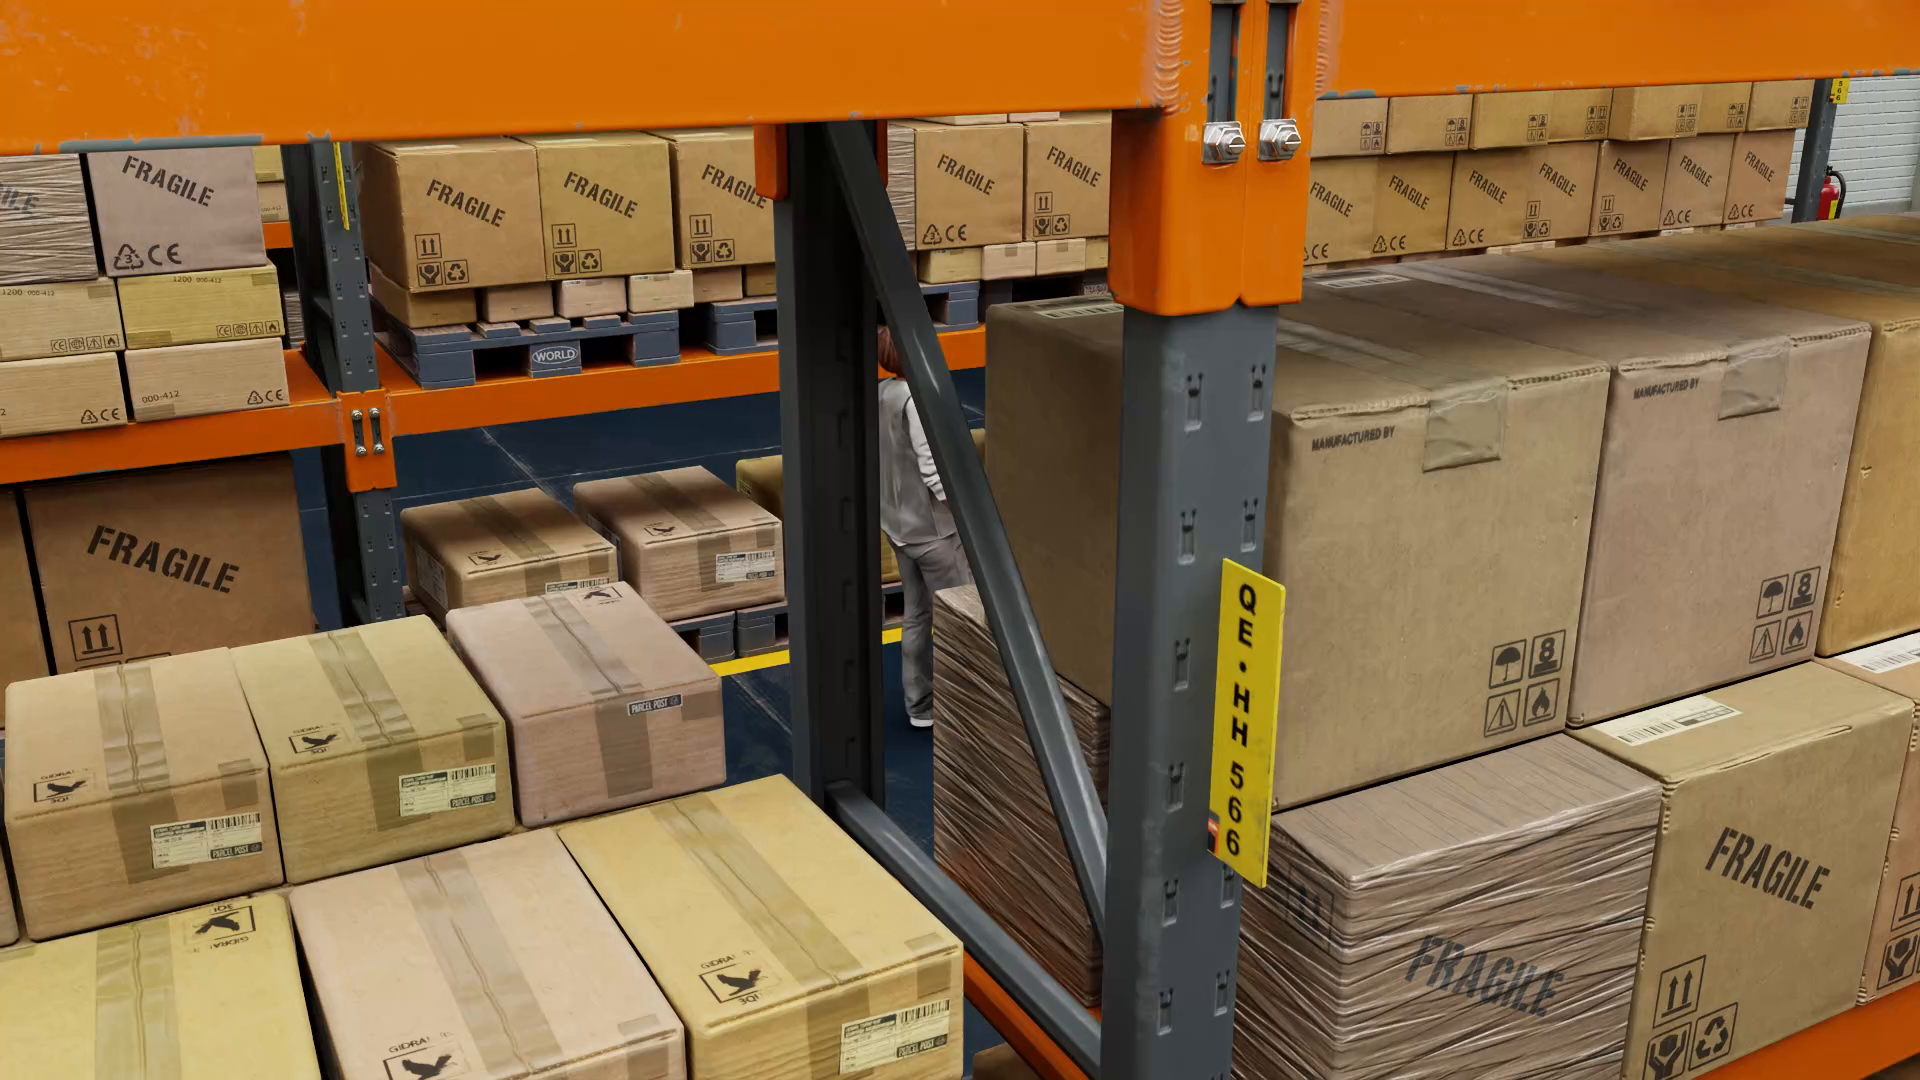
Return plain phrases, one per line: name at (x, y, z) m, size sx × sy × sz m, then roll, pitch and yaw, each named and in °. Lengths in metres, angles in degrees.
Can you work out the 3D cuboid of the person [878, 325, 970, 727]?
person at (-0.066, -0.048, 6.190) m, size 0.474 × 1.597 × 0.511 m, roll -10°, pitch 21°, yaw -27°
